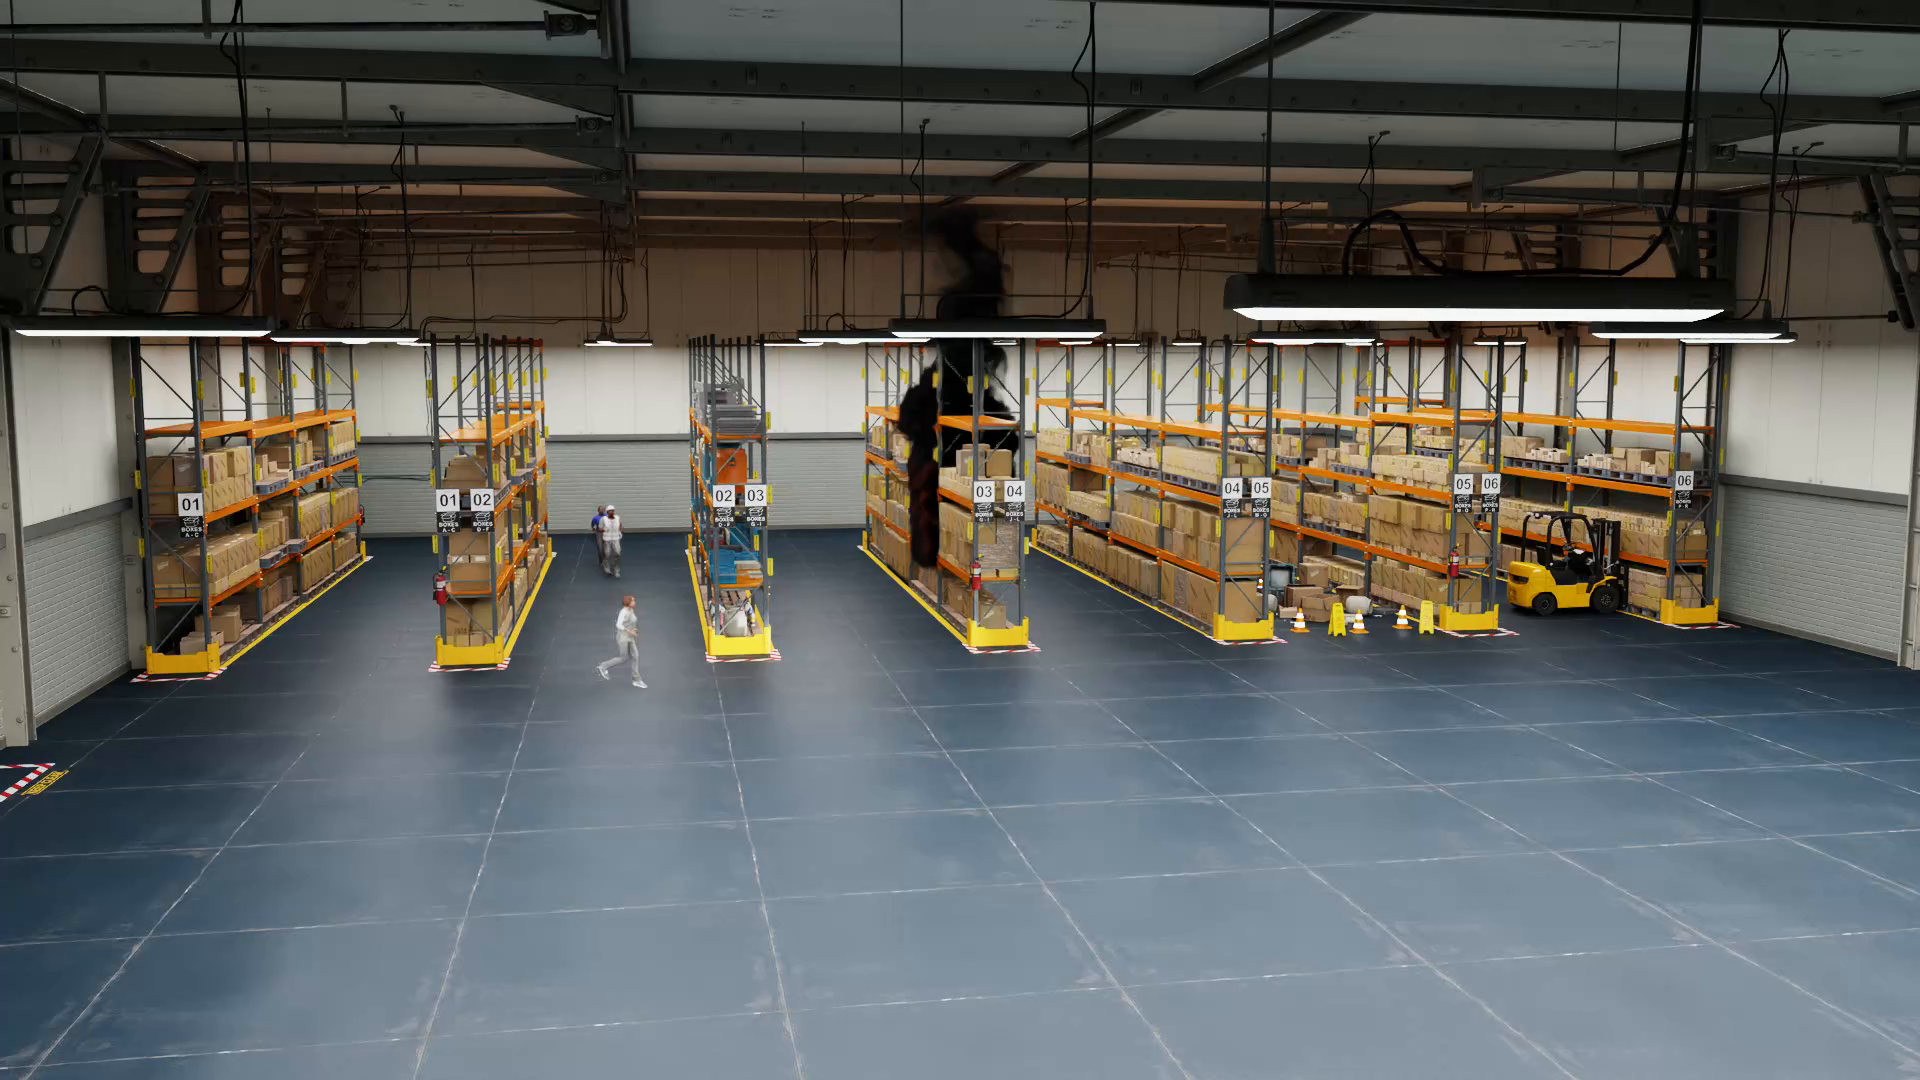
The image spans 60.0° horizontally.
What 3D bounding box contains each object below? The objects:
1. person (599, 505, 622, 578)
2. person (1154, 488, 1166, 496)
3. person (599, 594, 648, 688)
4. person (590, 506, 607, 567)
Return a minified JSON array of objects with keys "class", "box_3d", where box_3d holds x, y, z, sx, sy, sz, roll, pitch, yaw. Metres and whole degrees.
[{"class":"person","box_3d":[-8.814,0.028,41.989,0.618,1.832,0.853,-2,7,-20]},{"class":"person","box_3d":[6.084,-0.917,50.722,0.852,1.699,0.583,-1,7,-10]},{"class":"person","box_3d":[-5.702,1.712,28.263,0.838,1.589,0.565,1,7,9]},{"class":"person","box_3d":[-9.433,-0.093,43.823,0.572,1.605,0.557,-2,7,-20]}]
